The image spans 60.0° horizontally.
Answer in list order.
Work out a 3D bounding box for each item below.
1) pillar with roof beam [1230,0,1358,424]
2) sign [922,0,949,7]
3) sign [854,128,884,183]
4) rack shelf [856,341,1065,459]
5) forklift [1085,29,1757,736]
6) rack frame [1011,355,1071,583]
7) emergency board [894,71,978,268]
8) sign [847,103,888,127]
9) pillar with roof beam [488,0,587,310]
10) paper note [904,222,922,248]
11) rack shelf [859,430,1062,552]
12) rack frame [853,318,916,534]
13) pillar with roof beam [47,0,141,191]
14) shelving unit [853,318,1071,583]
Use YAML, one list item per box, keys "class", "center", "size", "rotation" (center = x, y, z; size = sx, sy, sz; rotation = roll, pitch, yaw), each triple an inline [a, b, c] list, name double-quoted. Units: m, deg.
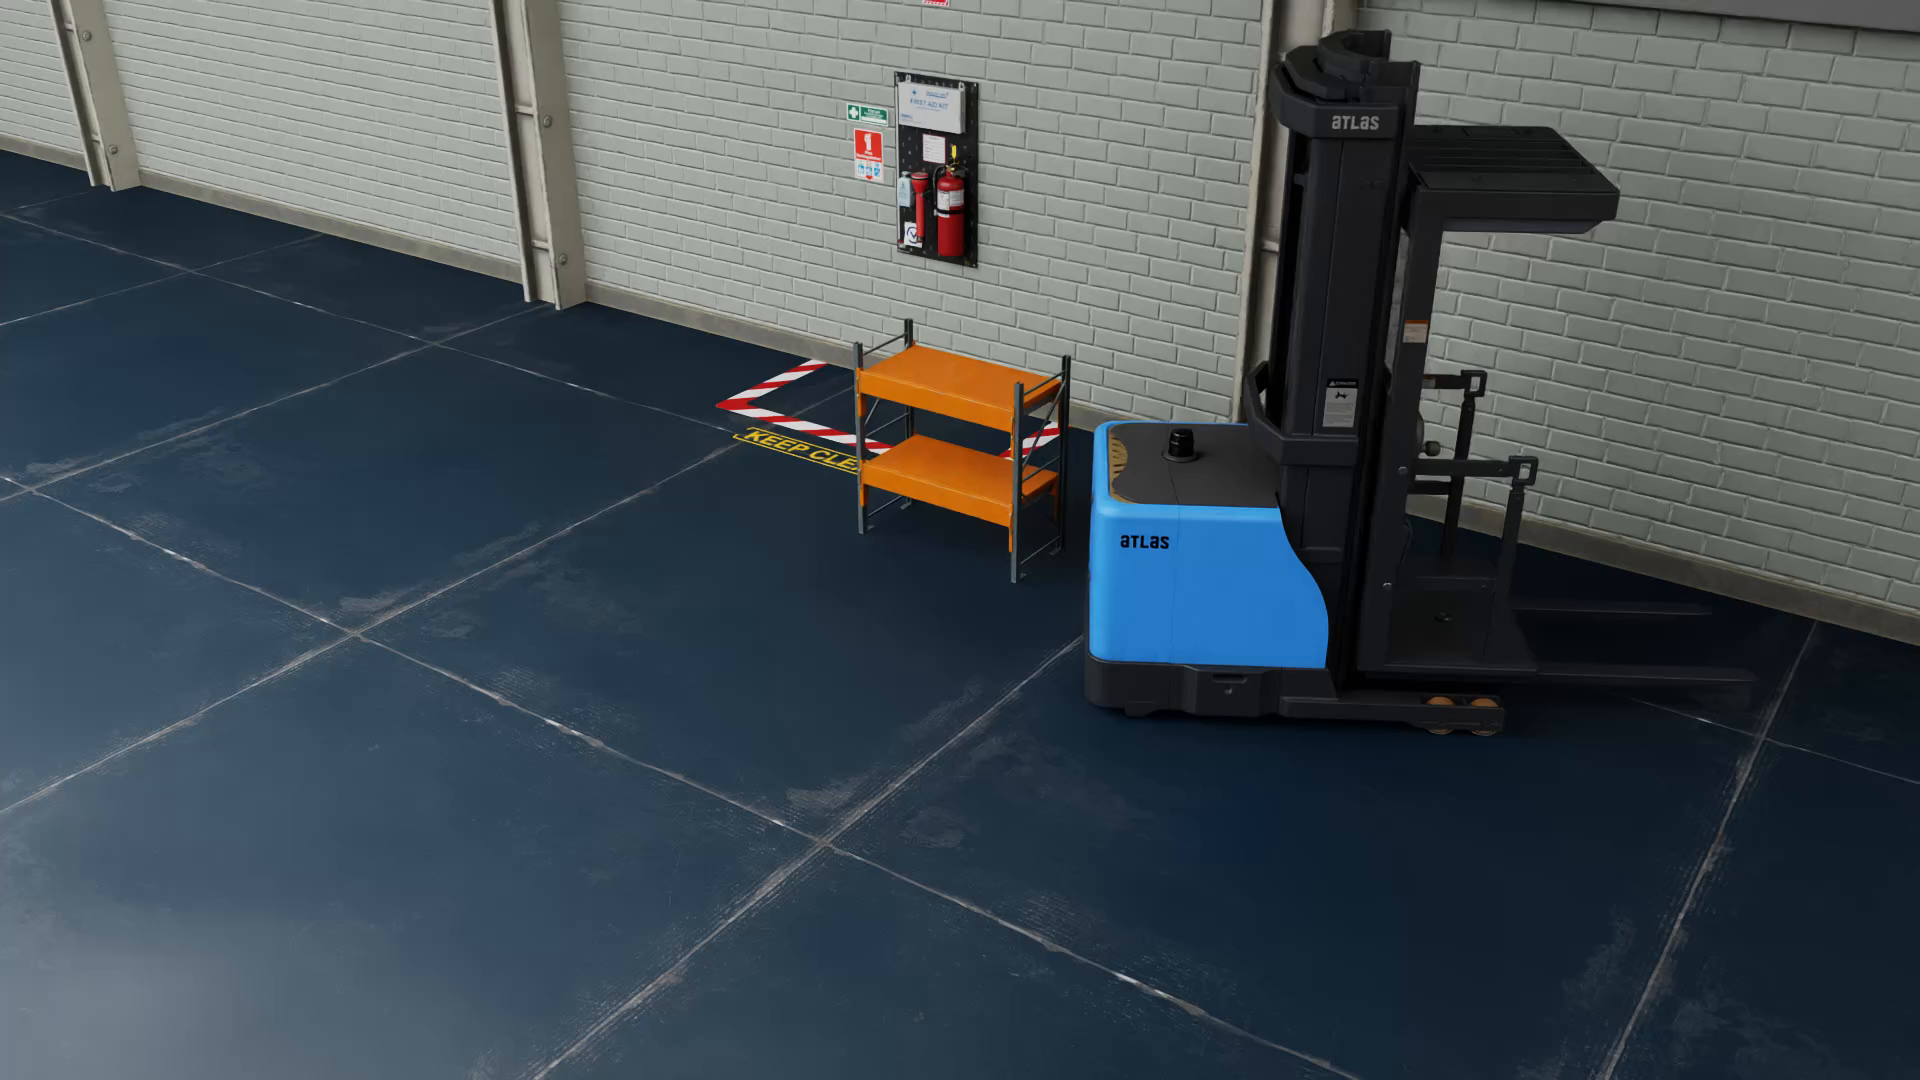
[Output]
- class: "pillar with roof beam"
  center: [-0.619, -2.722, 4.678]
  size: [0.400, 9.000, 9.100]
  rotation: [17, 32, 30]
- class: "sign"
  center: [-0.147, -3.379, 10.027]
  size: [0.199, 0.298, 0.001]
  rotation: [17, 32, 30]
- class: "sign"
  center: [-0.595, -2.503, 10.823]
  size: [0.234, 0.329, 0.001]
  rotation: [17, 32, 30]
- class: "rack shelf"
  center: [0.006, -0.760, 8.859]
  size: [1.000, 0.278, 0.538]
  rotation: [17, 32, 30]
- class: "forklift"
  center: [2.118, -0.672, 7.339]
  size: [3.031, 2.935, 1.130]
  rotation: [2, 27, 3]
- class: "rack frame"
  center: [0.425, -0.369, 8.735]
  size: [0.032, 1.125, 0.500]
  rotation: [17, 32, 30]
- class: "emergency board"
  center: [-0.197, -2.307, 10.476]
  size: [0.643, 1.169, 0.194]
  rotation: [17, 32, 30]
- class: "sign"
  center: [-0.596, -2.735, 10.693]
  size: [0.331, 0.109, 0.001]
  rotation: [17, 32, 30]
- class: "pillar with roof beam"
  center: [-5.565, -4.263, 7.705]
  size: [0.400, 9.000, 9.100]
  rotation: [17, 32, 30]
- class: "paper note"
  center: [-0.304, -1.986, 10.816]
  size: [0.142, 0.148, 0.016]
  rotation: [17, 32, 30]
- class: "rack shelf"
  center: [0.006, -0.282, 9.102]
  size: [1.000, 0.278, 0.538]
  rotation: [17, 32, 30]
- class: "rack frame"
  center: [-0.413, -0.630, 9.248]
  size: [0.032, 1.125, 0.500]
  rotation: [17, 32, 30]
- class: "pillar with roof beam"
  center: [-10.511, -5.804, 10.733]
  size: [0.400, 9.000, 9.100]
  rotation: [17, 32, 30]
- class: "shelving unit"
  center: [0.006, -0.500, 8.991]
  size: [1.048, 1.125, 0.538]
  rotation: [17, 32, 30]
